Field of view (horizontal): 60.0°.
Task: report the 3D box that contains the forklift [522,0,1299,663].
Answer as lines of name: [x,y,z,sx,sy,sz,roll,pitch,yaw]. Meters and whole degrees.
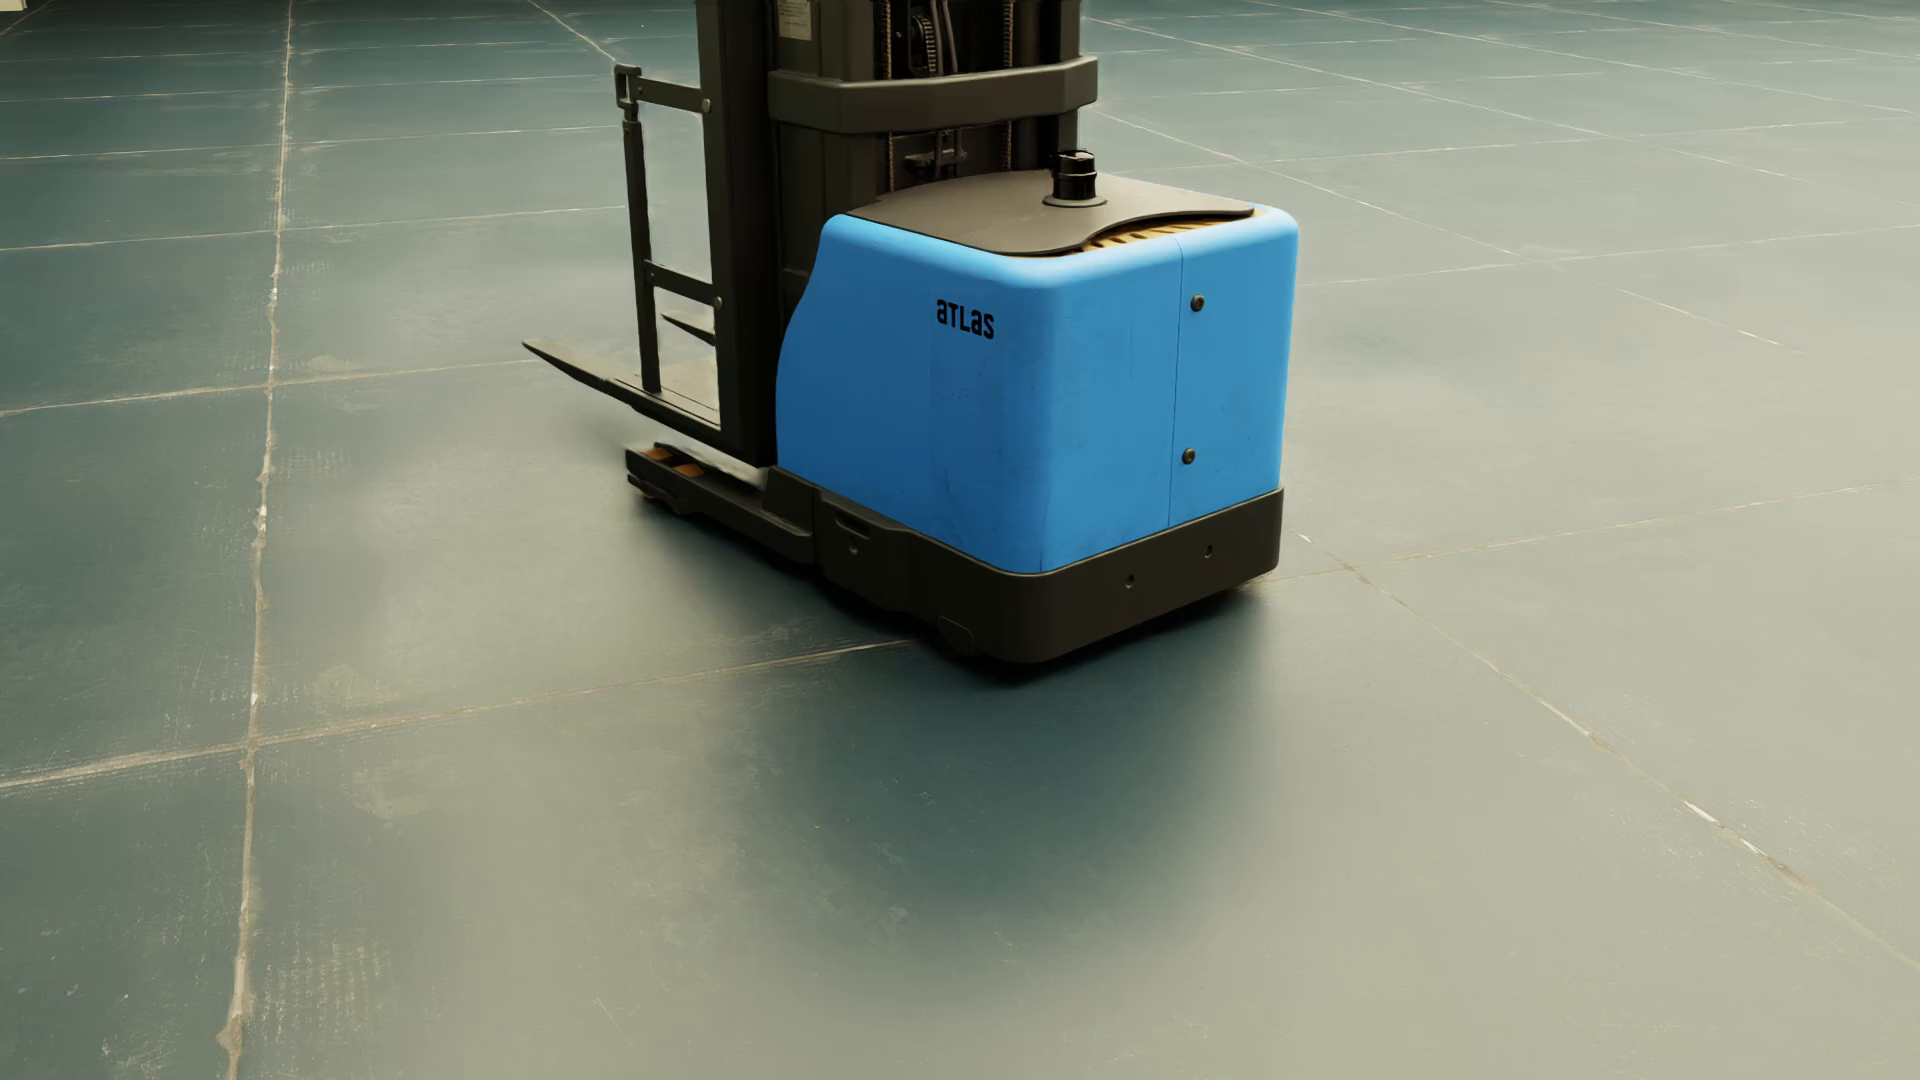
forklift: [-0.428,-1.538,4.955,1.130,2.935,3.031,-18,29,-37]
